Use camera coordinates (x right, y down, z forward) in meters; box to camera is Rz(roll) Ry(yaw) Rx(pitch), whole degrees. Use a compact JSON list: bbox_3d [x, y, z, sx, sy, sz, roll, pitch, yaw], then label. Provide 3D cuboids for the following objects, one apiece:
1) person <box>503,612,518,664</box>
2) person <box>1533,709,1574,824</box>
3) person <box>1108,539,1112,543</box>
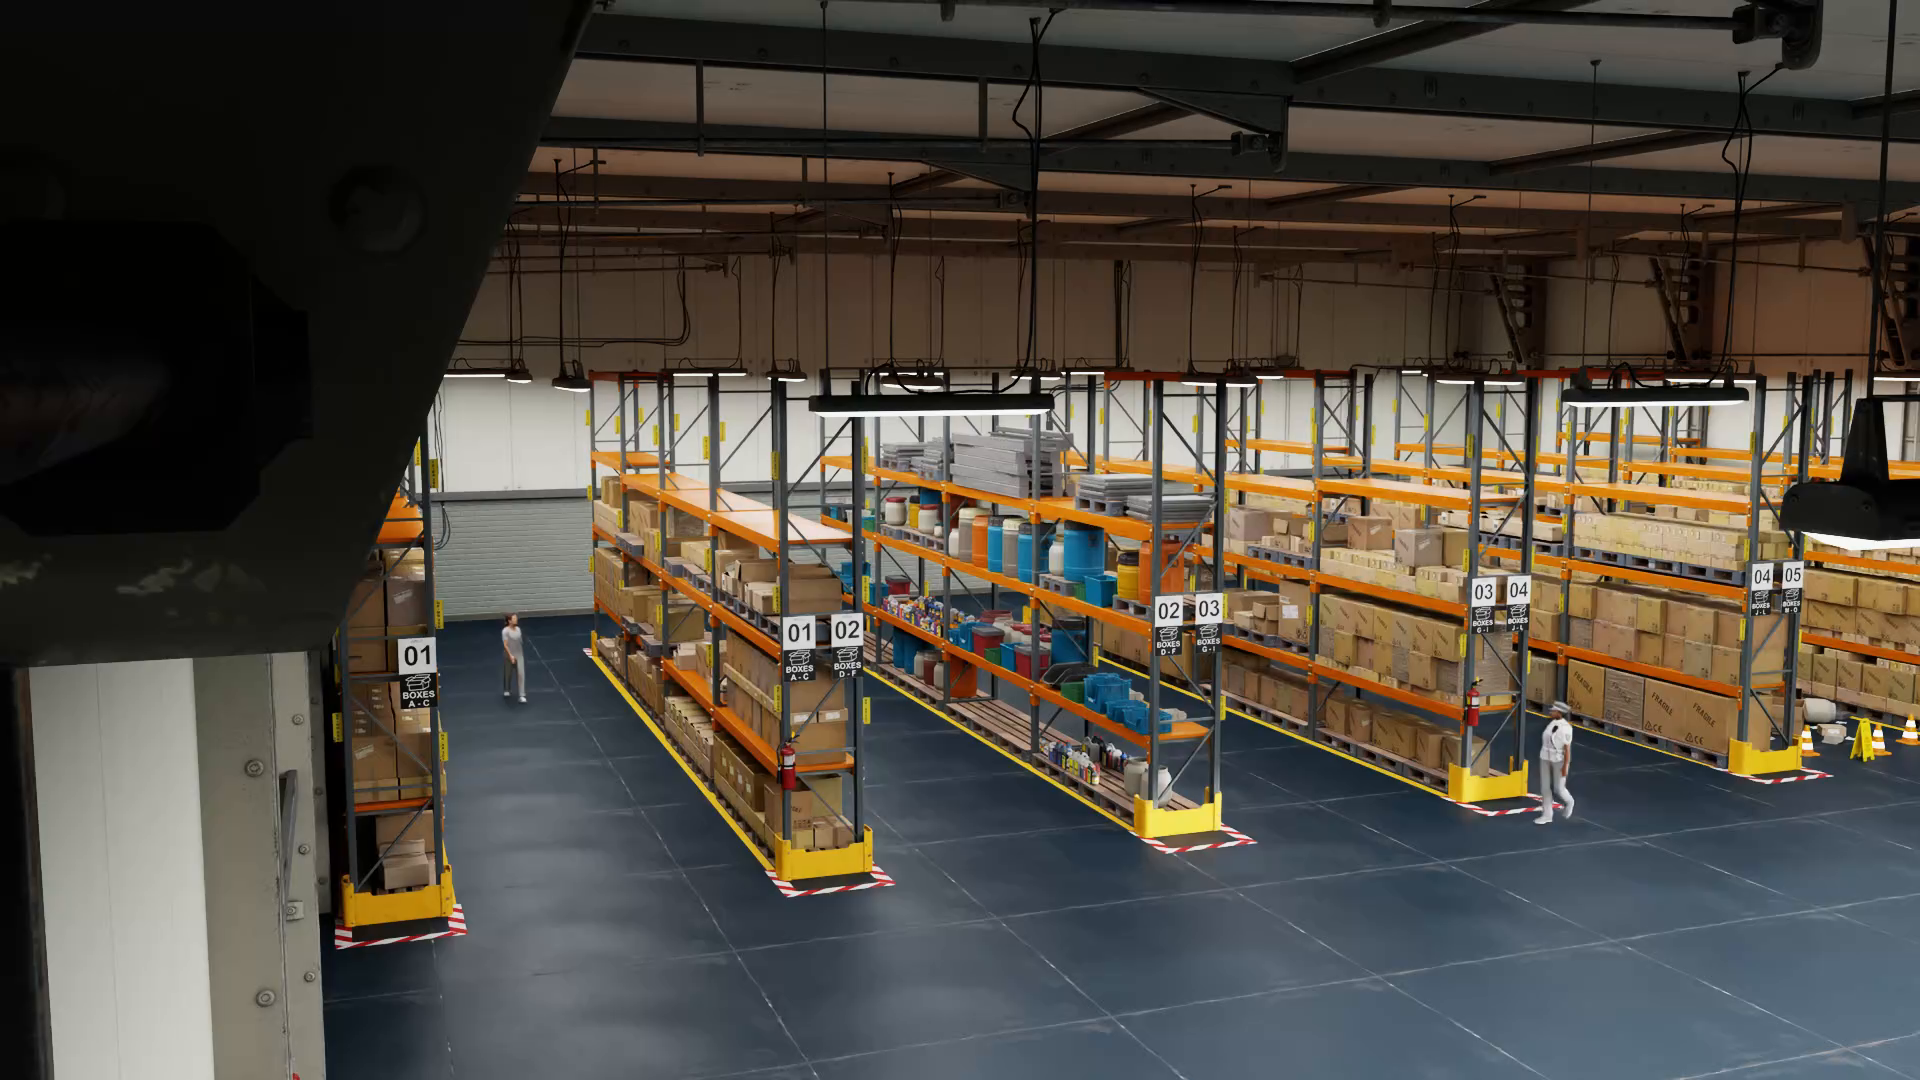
[{"bbox_3d":[-8.158,1.807,30.335,0.361,0.966,0.601,-3,7,-24],"label":"person"},{"bbox_3d":[8.050,3.005,22.428,0.554,1.643,0.441,-6,9,-44],"label":"person"},{"bbox_3d":[3.769,0.782,42.233,0.380,1.650,0.817,5,8,40],"label":"person"}]
